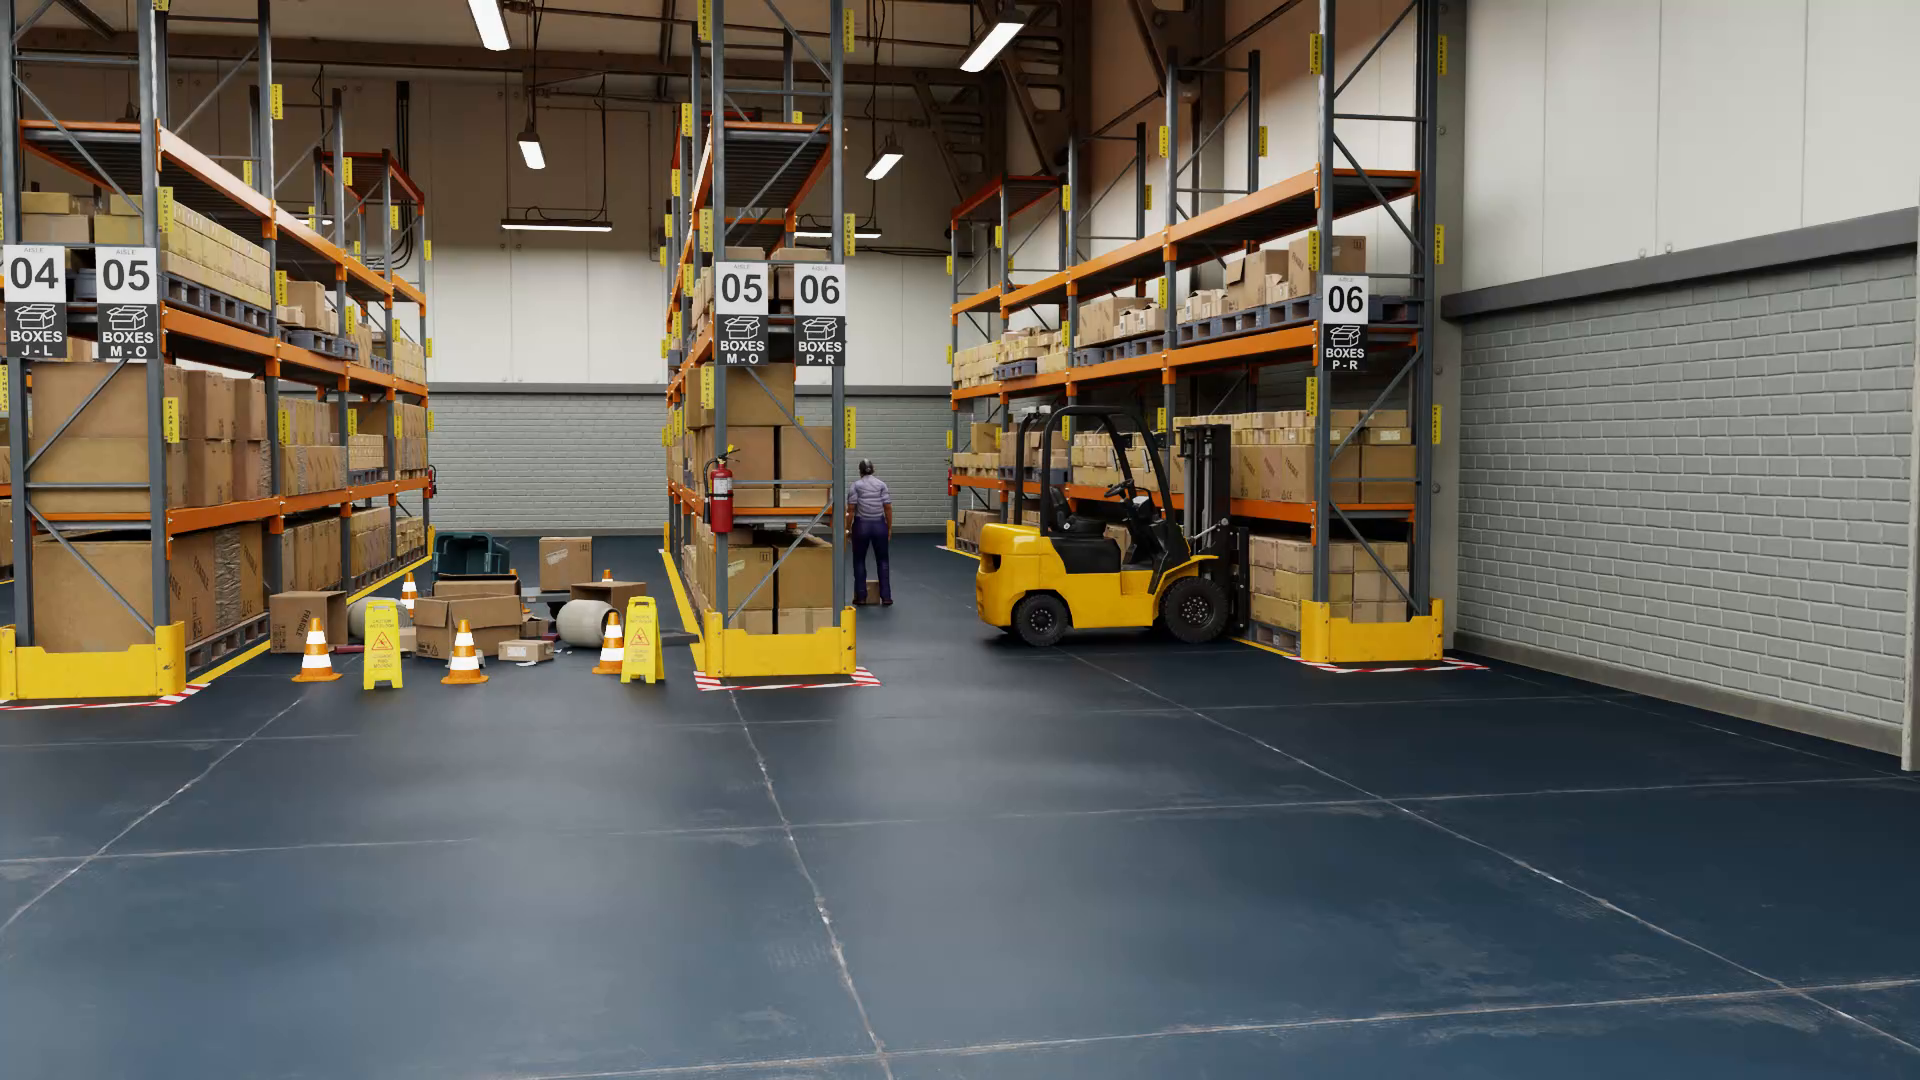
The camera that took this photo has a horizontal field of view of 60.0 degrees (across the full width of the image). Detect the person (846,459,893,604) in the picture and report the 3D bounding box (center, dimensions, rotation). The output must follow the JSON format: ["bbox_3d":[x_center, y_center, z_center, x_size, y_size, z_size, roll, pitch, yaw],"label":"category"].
[{"bbox_3d":[-1.025,-0.085,18.895,0.556,1.638,0.416,-1,3,-13],"label":"person"}]
